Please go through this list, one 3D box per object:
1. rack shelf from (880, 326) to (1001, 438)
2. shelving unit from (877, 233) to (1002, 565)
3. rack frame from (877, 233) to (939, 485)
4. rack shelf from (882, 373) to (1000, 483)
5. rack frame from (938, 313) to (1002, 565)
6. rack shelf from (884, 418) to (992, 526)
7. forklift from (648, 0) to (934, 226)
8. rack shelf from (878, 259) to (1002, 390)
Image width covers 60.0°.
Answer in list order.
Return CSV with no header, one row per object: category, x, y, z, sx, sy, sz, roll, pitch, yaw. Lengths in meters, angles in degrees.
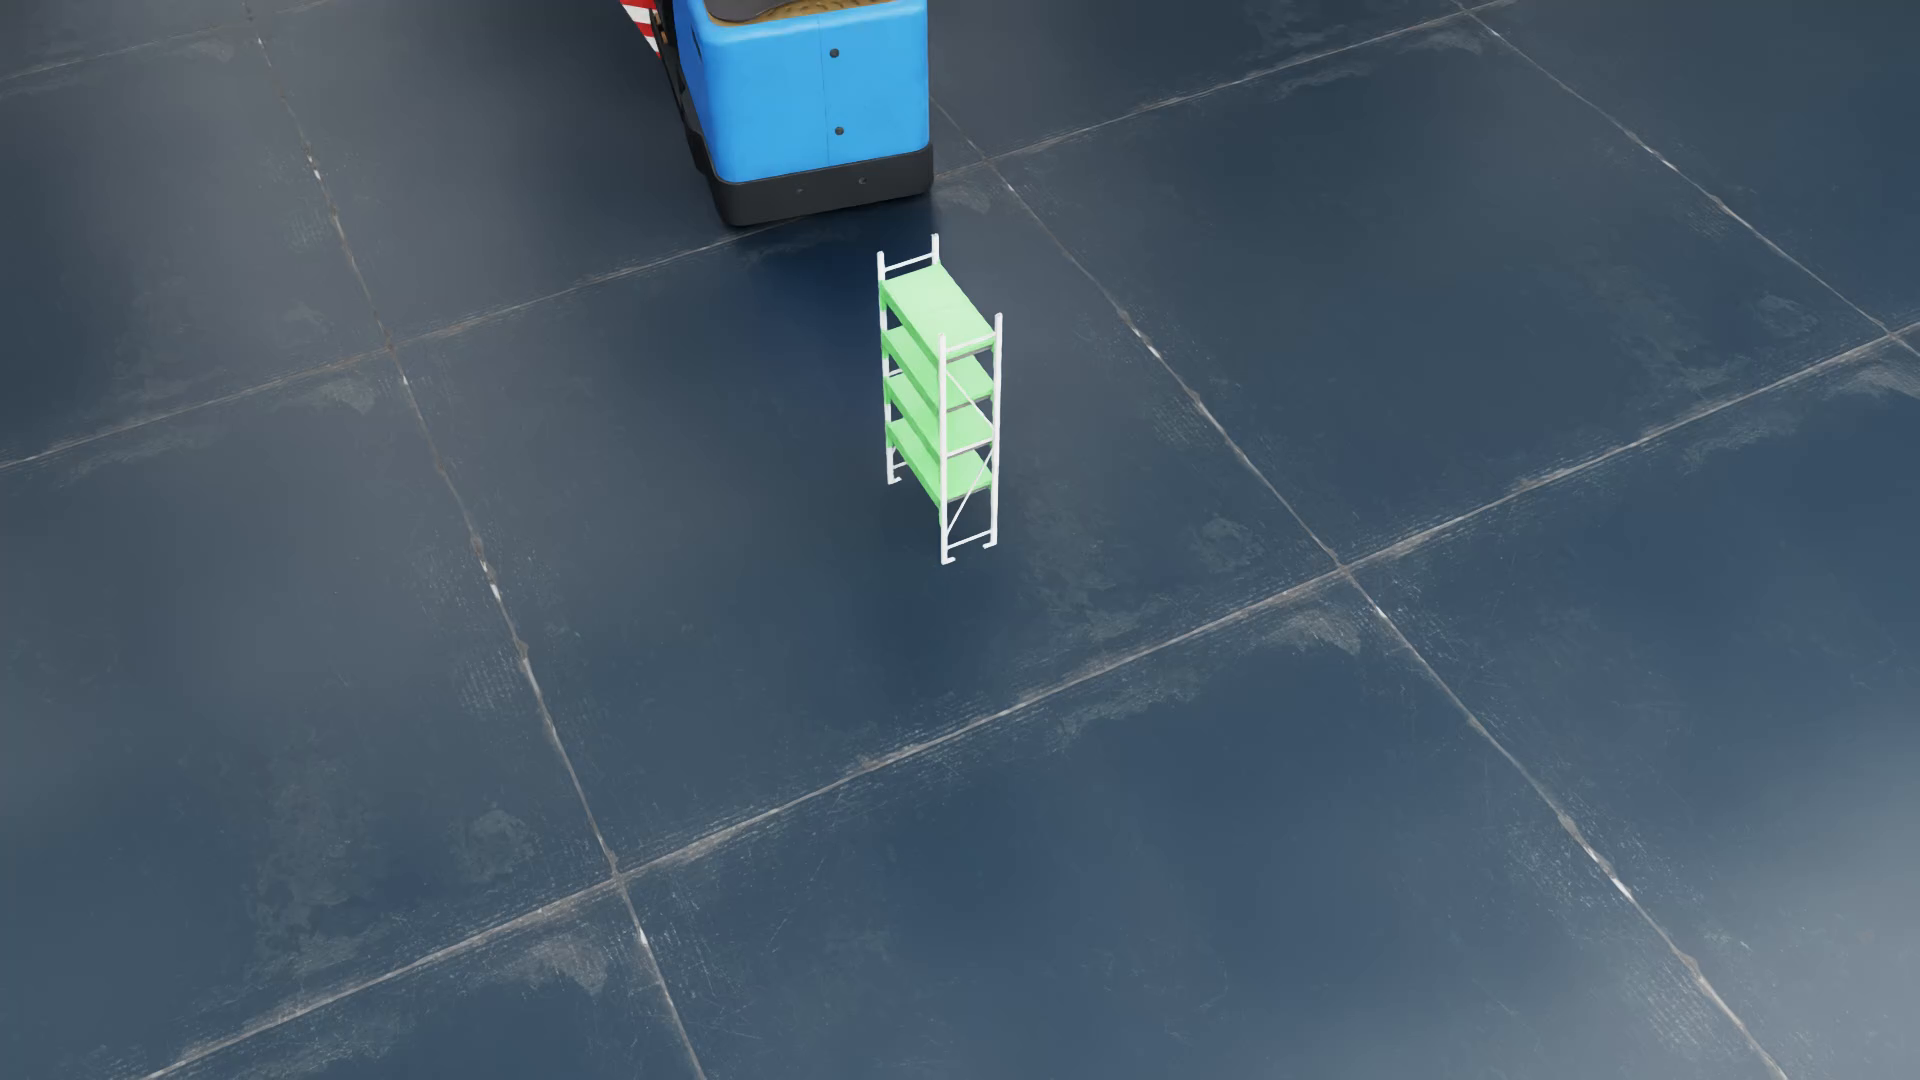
rack shelf,-0.076,-0.622,6.155,0.258,0.148,0.480,-21,52,-18
shelving unit,-0.076,-0.506,6.288,0.258,1.200,0.503,-21,52,-18
rack frame,-0.187,-0.669,6.431,0.240,1.200,0.015,-21,52,-18
rack shelf,-0.076,-0.464,6.336,0.258,0.148,0.480,-21,52,-18
rack frame,0.036,-0.342,6.145,0.240,1.200,0.015,-21,52,-18
rack shelf,-0.076,-0.306,6.517,0.258,0.148,0.480,-21,52,-18
forklift,-1.039,-3.583,7.830,1.130,2.935,3.031,-13,50,-11
rack shelf,-0.076,-0.780,5.975,0.258,0.148,0.480,-21,52,-18
